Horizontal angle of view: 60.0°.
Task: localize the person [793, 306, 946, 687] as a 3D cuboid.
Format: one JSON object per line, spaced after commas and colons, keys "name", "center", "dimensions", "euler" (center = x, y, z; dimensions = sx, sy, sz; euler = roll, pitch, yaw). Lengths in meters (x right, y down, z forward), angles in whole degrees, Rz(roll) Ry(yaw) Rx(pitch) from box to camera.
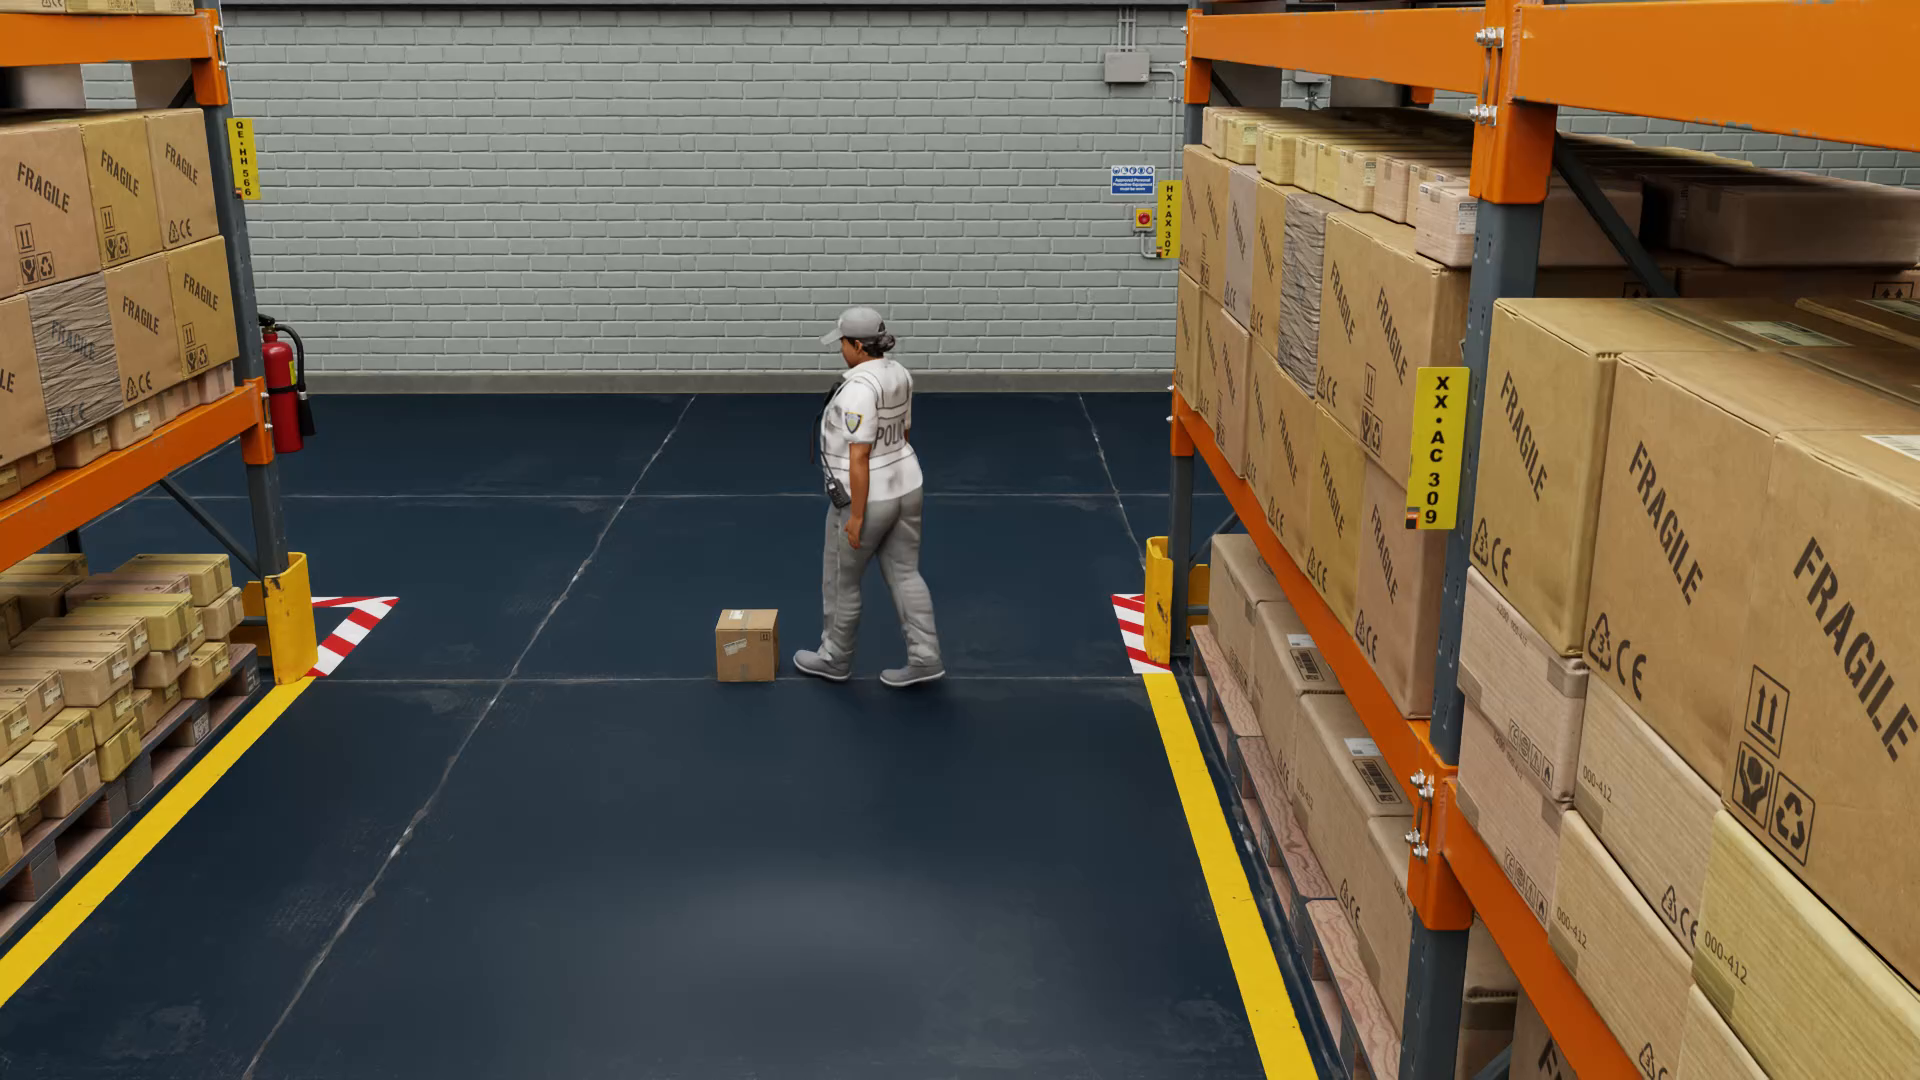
{"name": "person", "center": [-0.409, -0.176, 7.101], "dimensions": [0.711, 1.654, 0.487], "euler": [10, 20, 30]}
